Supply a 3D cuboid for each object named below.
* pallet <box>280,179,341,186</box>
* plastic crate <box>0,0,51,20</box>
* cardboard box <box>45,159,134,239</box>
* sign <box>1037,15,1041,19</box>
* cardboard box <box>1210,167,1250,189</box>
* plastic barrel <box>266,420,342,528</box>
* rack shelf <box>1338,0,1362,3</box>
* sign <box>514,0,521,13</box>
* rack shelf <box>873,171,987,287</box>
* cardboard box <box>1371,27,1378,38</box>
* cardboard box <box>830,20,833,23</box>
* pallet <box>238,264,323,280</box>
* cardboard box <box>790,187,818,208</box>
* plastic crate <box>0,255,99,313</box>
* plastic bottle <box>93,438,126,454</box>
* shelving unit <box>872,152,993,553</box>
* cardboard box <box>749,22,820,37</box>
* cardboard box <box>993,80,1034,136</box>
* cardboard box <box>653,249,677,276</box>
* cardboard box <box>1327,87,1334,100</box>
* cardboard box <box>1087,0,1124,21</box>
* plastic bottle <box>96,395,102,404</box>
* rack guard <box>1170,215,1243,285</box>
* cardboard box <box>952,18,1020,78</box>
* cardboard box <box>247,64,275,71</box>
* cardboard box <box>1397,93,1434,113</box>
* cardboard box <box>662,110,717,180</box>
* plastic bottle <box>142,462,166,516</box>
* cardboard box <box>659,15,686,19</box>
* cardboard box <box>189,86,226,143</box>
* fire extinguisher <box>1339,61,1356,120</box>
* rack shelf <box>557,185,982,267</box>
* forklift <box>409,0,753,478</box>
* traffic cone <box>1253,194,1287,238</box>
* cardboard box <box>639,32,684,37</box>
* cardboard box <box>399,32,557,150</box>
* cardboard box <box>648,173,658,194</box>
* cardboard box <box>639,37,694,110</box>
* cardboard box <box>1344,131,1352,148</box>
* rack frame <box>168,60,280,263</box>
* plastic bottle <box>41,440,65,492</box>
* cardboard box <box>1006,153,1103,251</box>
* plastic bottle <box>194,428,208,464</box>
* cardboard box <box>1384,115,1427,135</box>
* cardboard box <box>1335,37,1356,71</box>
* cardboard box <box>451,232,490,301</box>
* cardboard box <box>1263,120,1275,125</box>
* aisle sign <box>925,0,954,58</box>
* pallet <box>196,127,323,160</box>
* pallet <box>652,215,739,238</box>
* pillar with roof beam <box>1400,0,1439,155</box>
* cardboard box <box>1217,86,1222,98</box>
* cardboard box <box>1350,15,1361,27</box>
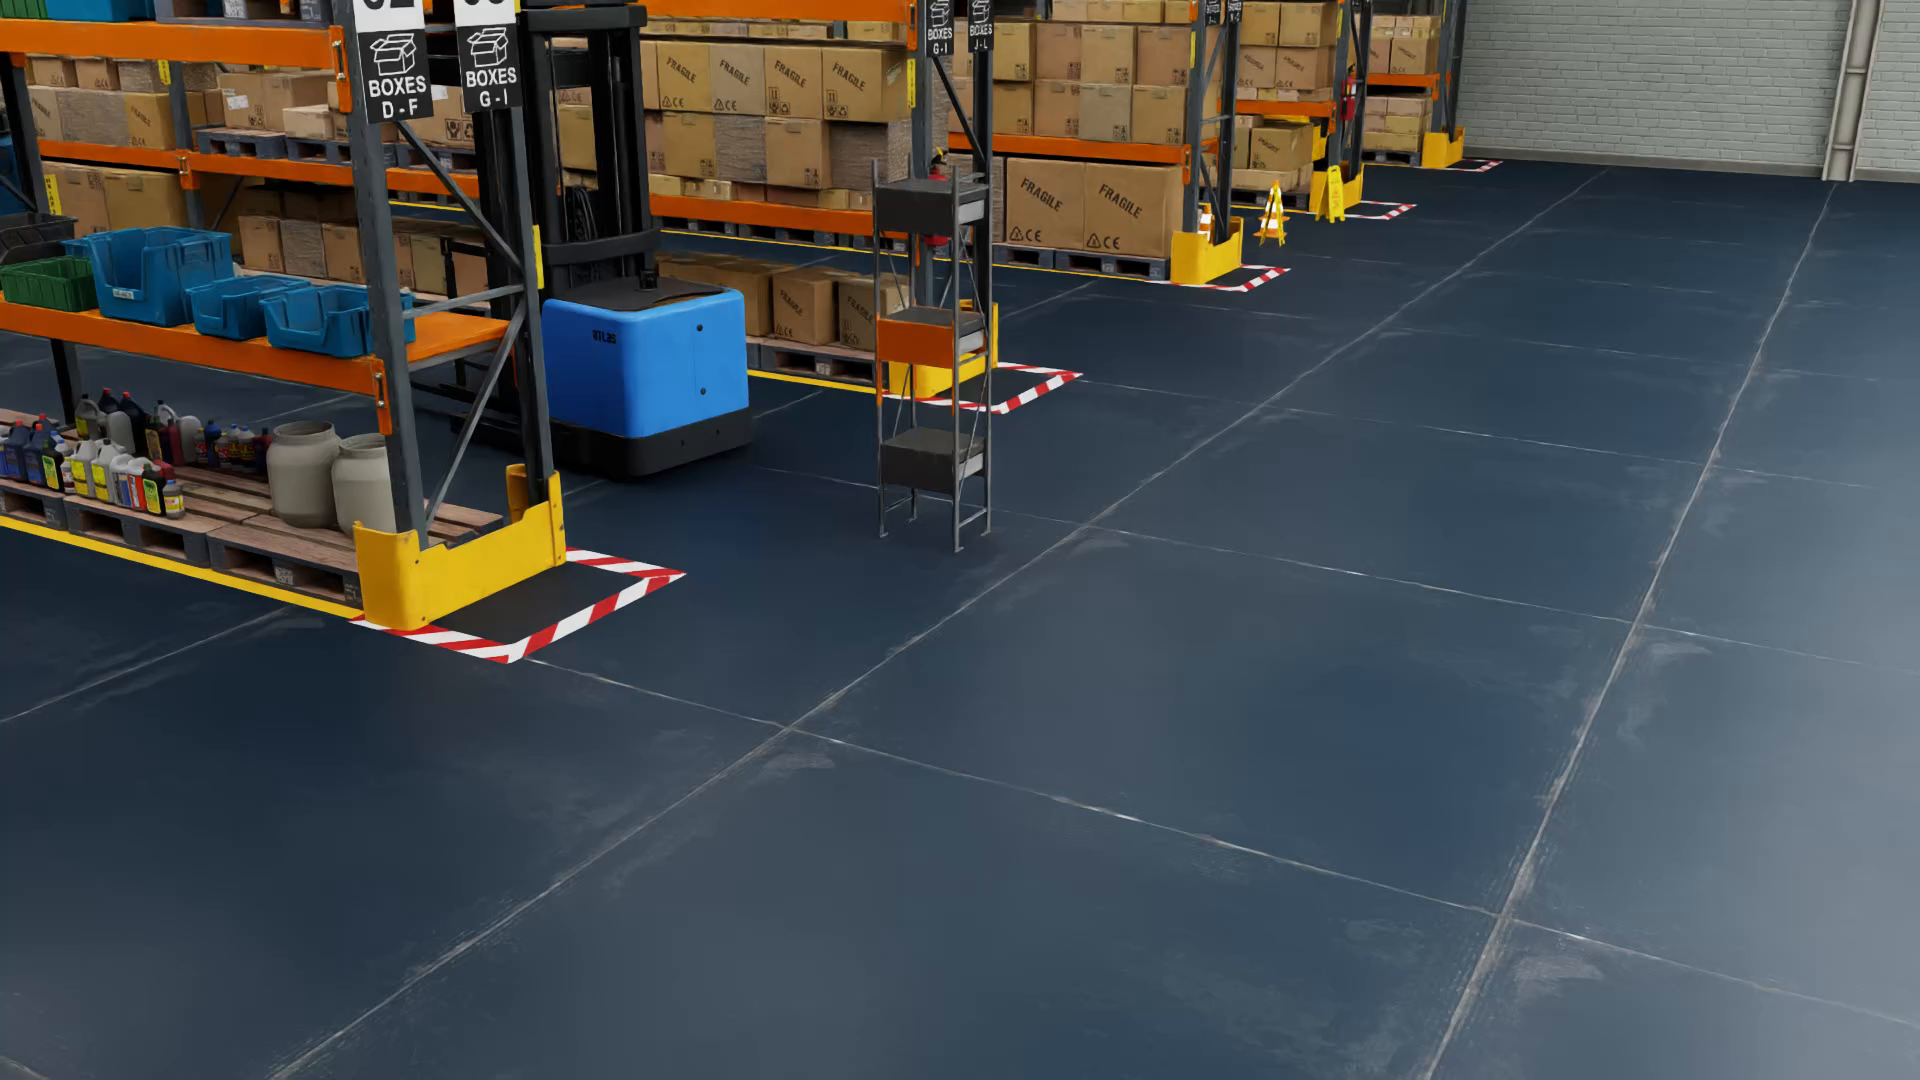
[{"bbox_3d":[-8.621,-4.880,22.510,1.213,0.211,1.003,11,23,27],"label":"pallet"},{"bbox_3d":[-4.711,-2.792,8.576,0.450,0.188,0.336,11,23,27],"label":"plastic crate"},{"bbox_3d":[-8.399,-3.435,16.936,0.875,0.875,1.225,11,23,27],"label":"cardboard box"},{"bbox_3d":[1.025,-6.629,21.542,0.005,0.325,0.100,11,23,27],"label":"sign"},{"bbox_3d":[3.499,-4.633,21.154,0.500,0.250,0.500,11,23,27],"label":"cardboard box"},{"bbox_3d":[-3.513,-0.358,8.986,0.421,0.512,0.421,0,20,0],"label":"plastic barrel"},{"bbox_3d":[3.039,-6.989,20.891,4.000,0.370,1.077,11,23,27],"label":"rack shelf"},{"bbox_3d":[-2.192,-2.738,8.101,0.005,0.325,0.100,11,23,27],"label":"sign"},{"bbox_3d":[-0.144,-1.660,8.849,0.480,0.518,0.431,11,23,27],"label":"rack shelf"},{"bbox_3d":[6.118,-7.529,24.624,0.250,0.149,0.380,11,22,27],"label":"cardboard box"},{"bbox_3d":[-1.461,-7.071,23.262,0.500,0.500,0.500,12,23,30],"label":"cardboard box"},{"bbox_3d":[-6.351,-2.524,16.013,1.213,0.211,1.003,11,23,27],"label":"pallet"},{"bbox_3d":[-1.070,-2.617,12.548,0.250,0.149,0.380,11,23,27],"label":"cardboard box"},{"bbox_3d":[-4.908,-1.416,9.181,0.662,0.188,0.450,11,23,27],"label":"plastic crate"},{"bbox_3d":[-4.867,-0.440,9.529,0.135,0.276,0.152,11,23,27],"label":"plastic bottle"},{"bbox_3d":[-0.145,-1.015,9.083,0.503,2.100,0.431,11,23,27],"label":"shelving unit"},{"bbox_3d":[-1.920,-5.442,18.357,0.500,0.500,0.700,10,22,26],"label":"cardboard box"},{"bbox_3d":[0.712,-4.505,17.164,0.500,0.550,0.875,11,23,27],"label":"cardboard box"},{"bbox_3d":[-2.707,-2.151,13.946,0.500,0.500,0.500,-17,26,-39],"label":"cardboard box"},{"bbox_3d":[4.589,-5.585,20.731,0.250,0.149,0.380,11,23,28],"label":"cardboard box"},{"bbox_3d":[2.006,-6.678,21.326,0.500,0.500,0.700,11,23,28],"label":"cardboard box"},{"bbox_3d":[-5.375,-0.774,10.437,0.133,0.283,0.061,12,23,30],"label":"plastic bottle"},{"bbox_3d":[2.480,-2.915,16.669,0.348,0.500,1.175,11,23,27],"label":"rack guard"},{"bbox_3d":[0.213,-5.079,17.164,0.550,0.550,0.875,11,23,27],"label":"cardboard box"},{"bbox_3d":[-9.030,-6.360,21.917,0.500,0.500,0.500,10,22,26],"label":"cardboard box"},{"bbox_3d":[6.875,-6.574,25.041,0.500,0.250,0.500,10,22,26],"label":"cardboard box"},{"bbox_3d":[-1.856,-3.151,13.071,0.500,0.500,0.875,11,23,27],"label":"cardboard box"},{"bbox_3d":[-4.392,-0.279,9.074,0.133,0.283,0.061,11,23,29],"label":"plastic bottle"},{"bbox_3d":[-4.099,-7.694,24.565,0.500,0.500,0.500,10,22,26],"label":"cardboard box"},{"bbox_3d":[-7.324,-4.174,16.326,0.500,0.500,0.500,12,23,29],"label":"cardboard box"},{"bbox_3d":[4.660,-5.392,19.945,0.183,0.674,0.296,11,23,27],"label":"fire extinguisher"},{"bbox_3d":[-1.794,-2.629,13.269,4.000,0.370,1.077,11,23,27],"label":"rack shelf"},{"bbox_3d":[-2.830,-2.153,11.003,3.031,2.935,1.130,15,25,36],"label":"forklift"},{"bbox_3d":[3.536,-3.693,18.867,0.334,0.463,0.336,11,23,27],"label":"traffic cone"},{"bbox_3d":[-2.576,-3.881,13.617,0.500,0.500,0.500,11,23,27],"label":"cardboard box"},{"bbox_3d":[-4.166,-3.953,14.369,1.000,1.000,1.000,11,23,28],"label":"cardboard box"},{"bbox_3d":[-2.396,-2.856,13.208,0.250,0.149,0.380,11,23,27],"label":"cardboard box"},{"bbox_3d":[-2.398,-3.640,12.953,0.500,0.500,0.500,11,23,27],"label":"cardboard box"},{"bbox_3d":[5.776,-6.124,25.264,0.500,0.250,0.500,11,23,28],"label":"cardboard box"},{"bbox_3d":[-7.032,-3.965,15.897,0.127,3.000,1.000,11,23,27],"label":"rack frame"},{"bbox_3d":[-5.165,-0.426,9.480,0.133,0.283,0.061,12,23,30],"label":"plastic bottle"},{"bbox_3d":[1.066,-3.532,17.203,0.875,0.875,0.875,10,22,26],"label":"cardboard box"},{"bbox_3d":[-4.547,-0.570,9.997,0.097,0.201,0.097,0,20,0],"label":"plastic bottle"},{"bbox_3d":[6.625,-6.191,24.717,0.500,0.250,0.500,10,22,27],"label":"cardboard box"},{"bbox_3d":[5.749,-7.288,24.911,0.500,0.500,0.500,10,22,26],"label":"cardboard box"},{"bbox_3d":[-4.066,-2.440,14.714,0.500,0.500,0.700,9,22,23],"label":"cardboard box"},{"bbox_3d":[3.736,-5.148,21.475,0.500,0.500,0.500,10,22,25],"label":"cardboard box"},{"bbox_3d":[-0.140,-3.757,11.512,0.004,0.787,0.394,11,23,27],"label":"aisle sign"},{"bbox_3d":[-6.358,-3.788,15.691,1.003,0.211,1.213,11,23,27],"label":"pallet"},{"bbox_3d":[-2.813,-3.757,19.414,1.213,0.211,1.003,11,23,27],"label":"pallet"},{"bbox_3d":[4.934,-8.986,20.941,0.400,9.000,9.100,11,23,27],"label":"pillar with roof beam"},{"bbox_3d":[3.203,-5.657,20.930,0.250,0.149,0.380,11,22,27],"label":"cardboard box"},{"bbox_3d":[5.852,-7.693,24.640,0.250,0.149,0.380,11,23,29],"label":"cardboard box"}]
